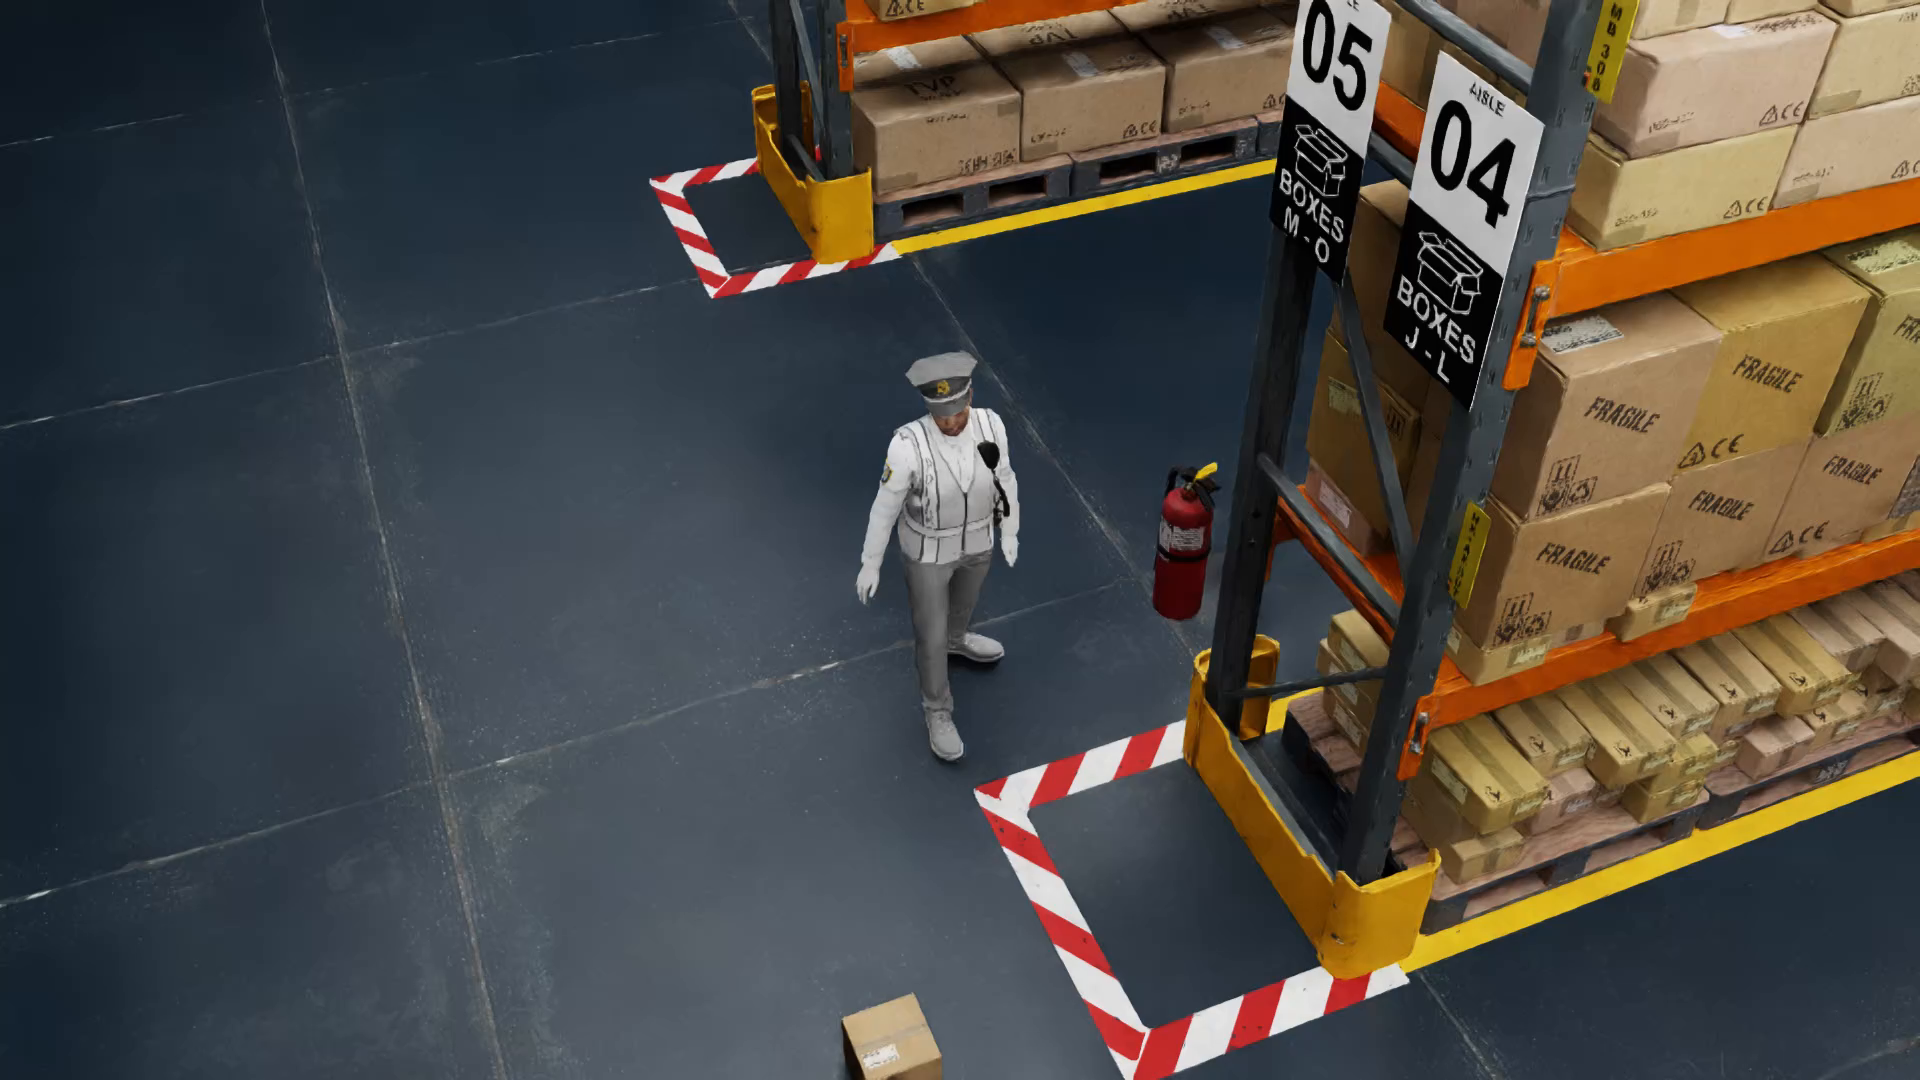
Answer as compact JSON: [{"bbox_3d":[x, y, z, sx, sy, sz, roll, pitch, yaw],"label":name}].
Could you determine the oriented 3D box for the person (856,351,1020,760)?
[{"bbox_3d":[-0.062,0.031,6.101,0.676,1.664,0.608,-19,45,-20],"label":"person"}]
